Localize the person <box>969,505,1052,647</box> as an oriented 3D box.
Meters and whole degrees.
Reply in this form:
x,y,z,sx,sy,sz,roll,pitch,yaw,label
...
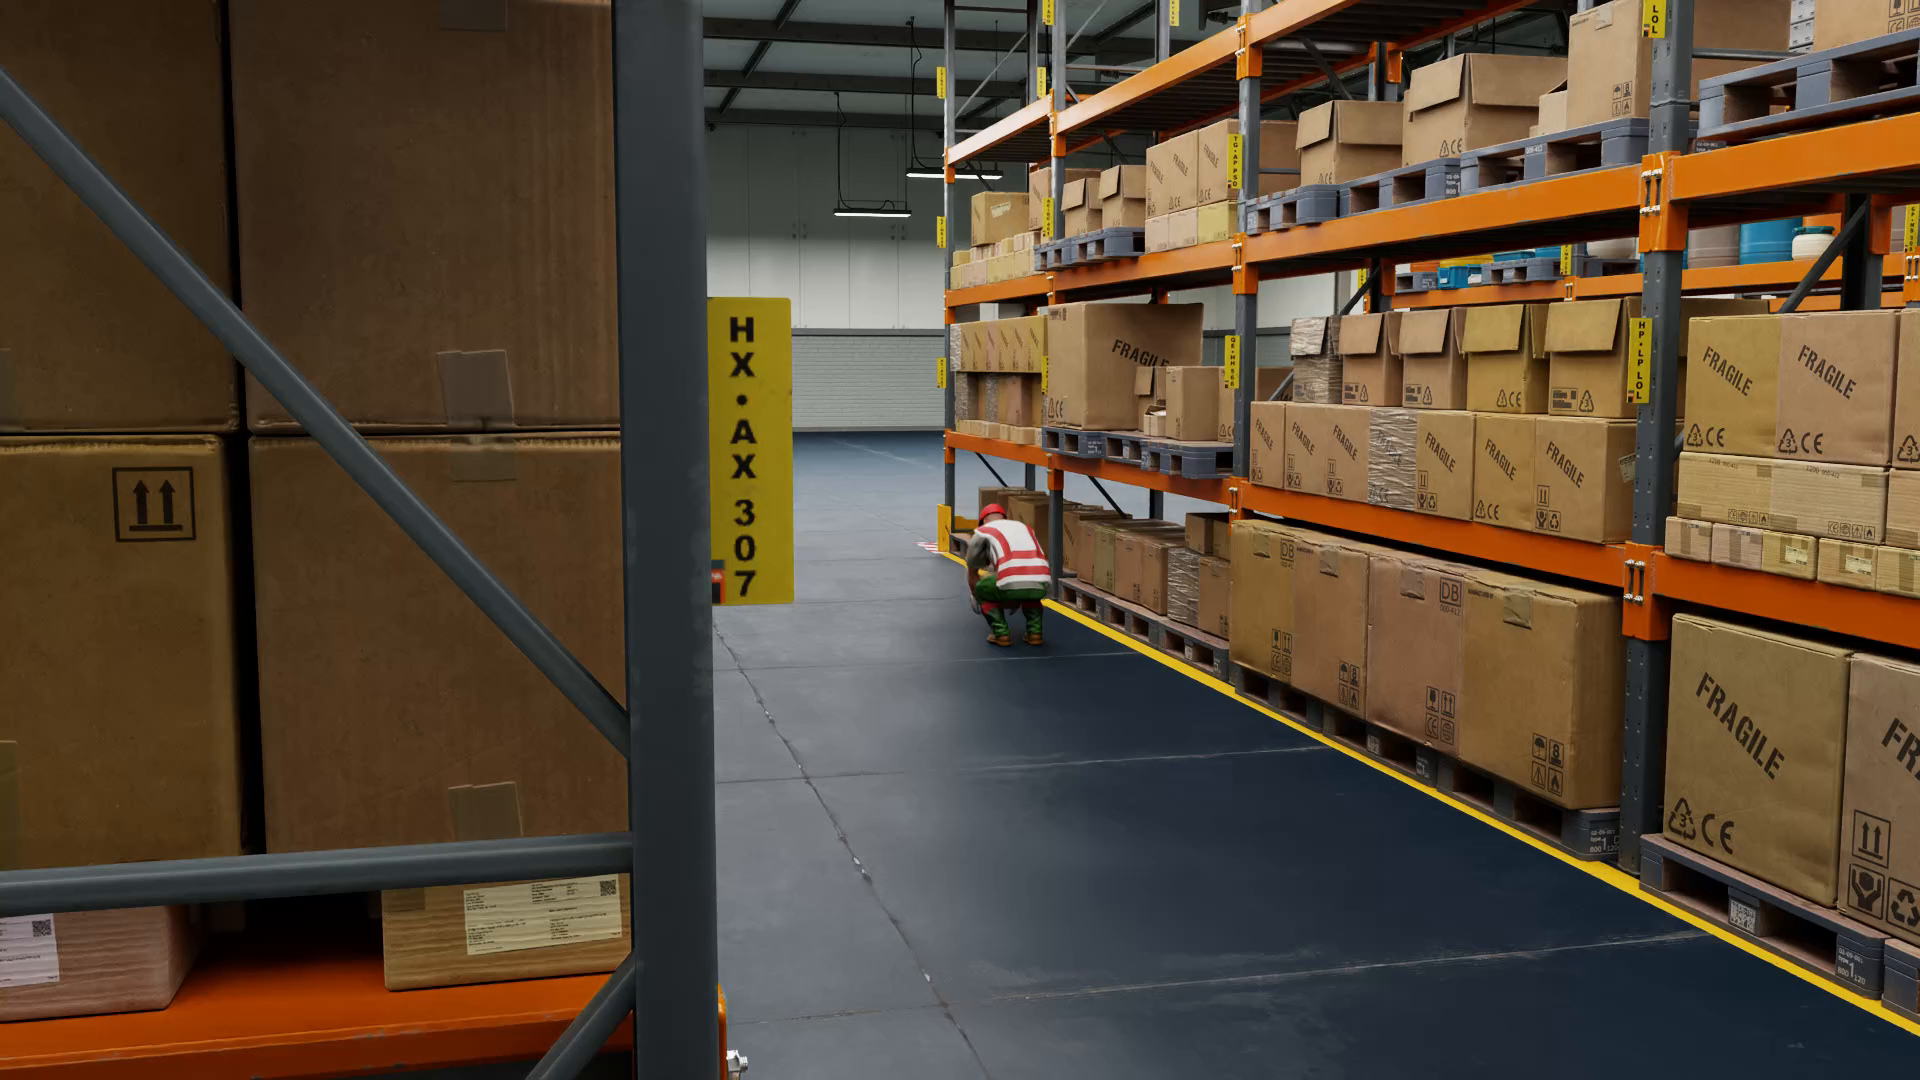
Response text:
x,y,z,sx,sy,sz,roll,pitch,yaw,label
0.360,0.253,12.226,0.563,0.989,0.878,-1,6,-14,person
